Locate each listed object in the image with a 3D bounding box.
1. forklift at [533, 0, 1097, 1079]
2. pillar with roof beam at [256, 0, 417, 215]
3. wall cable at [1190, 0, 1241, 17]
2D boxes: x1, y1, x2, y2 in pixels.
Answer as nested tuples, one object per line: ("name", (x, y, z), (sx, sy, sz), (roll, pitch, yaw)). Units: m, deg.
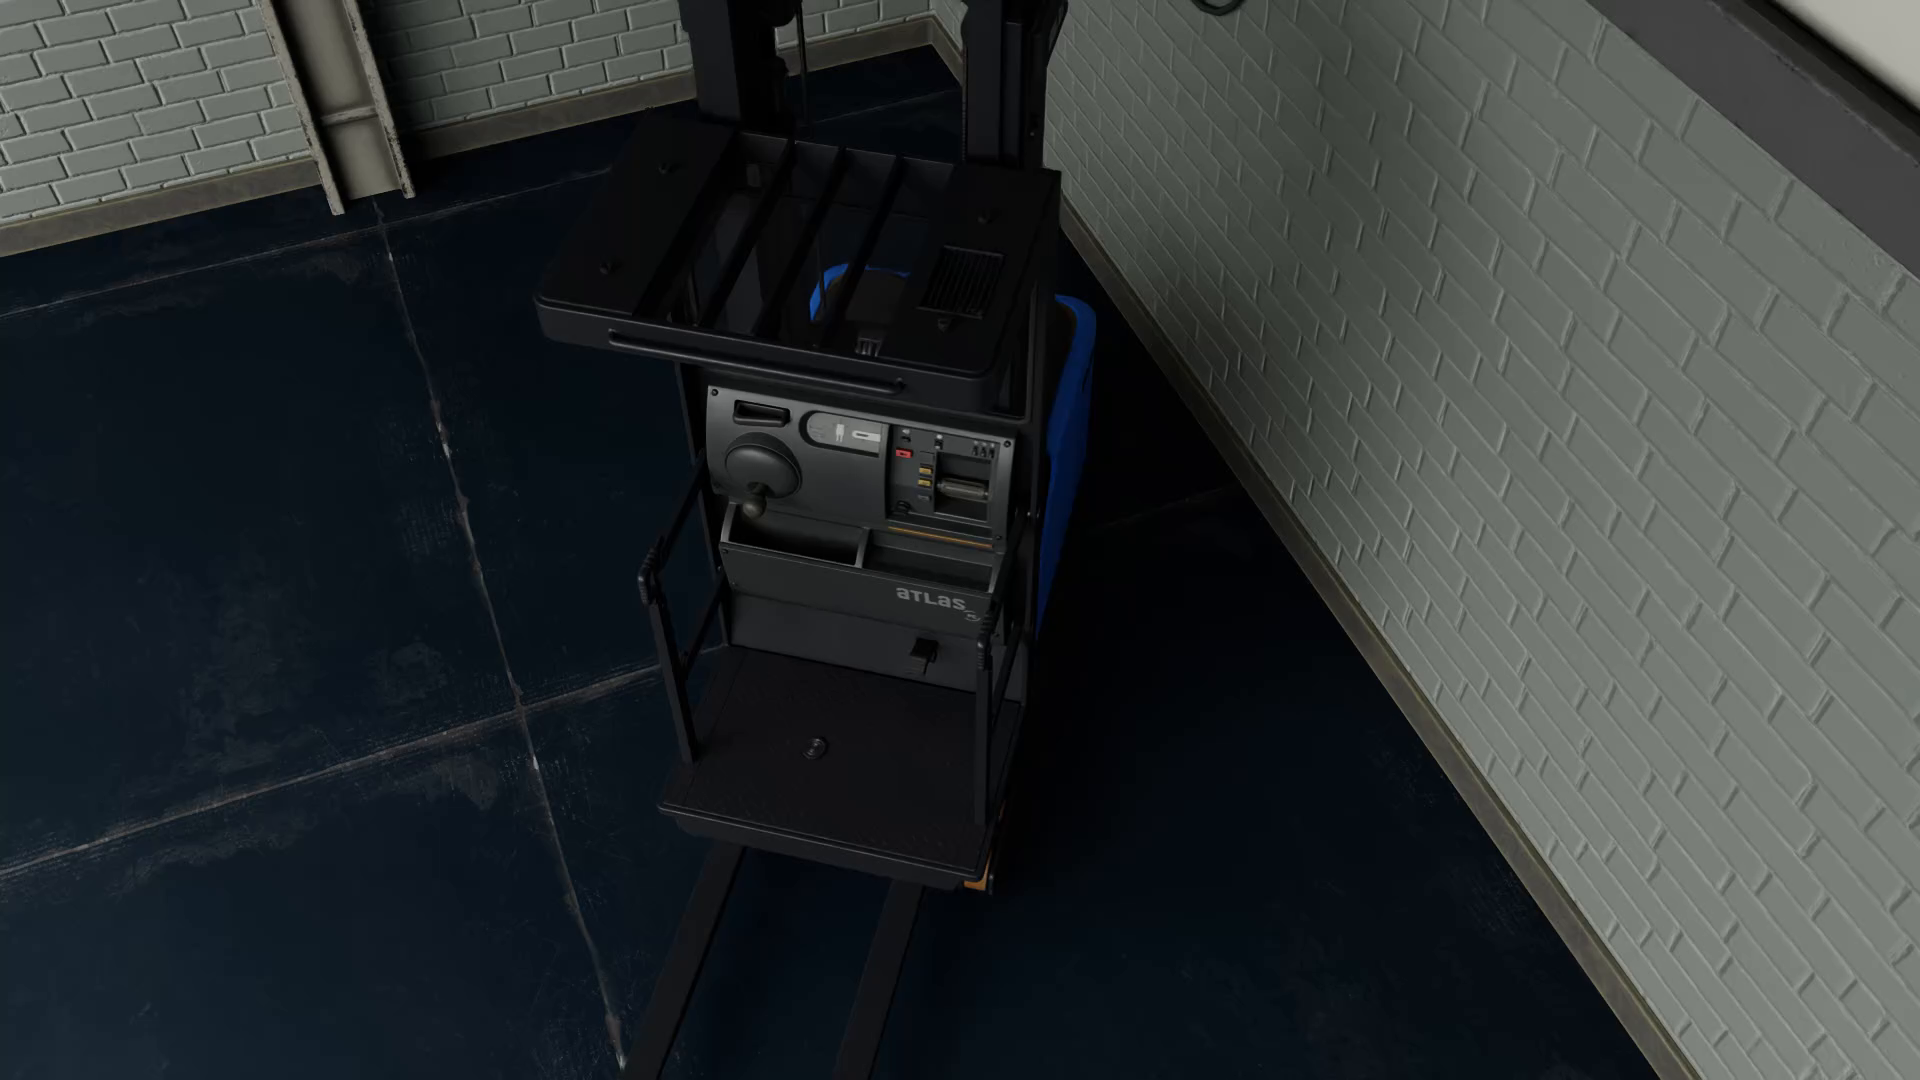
("forklift", (-0.348, -0.111, 4.754), (1.130, 2.935, 3.031), (11, 50, 9))
("pillar with roof beam", (-1.230, -1.618, 2.049), (0.400, 9.000, 9.100), (-17, 52, -14))
("wall cable", (0.369, -3.546, 5.751), (0.112, 2.526, 3.097), (-17, 52, -14))
